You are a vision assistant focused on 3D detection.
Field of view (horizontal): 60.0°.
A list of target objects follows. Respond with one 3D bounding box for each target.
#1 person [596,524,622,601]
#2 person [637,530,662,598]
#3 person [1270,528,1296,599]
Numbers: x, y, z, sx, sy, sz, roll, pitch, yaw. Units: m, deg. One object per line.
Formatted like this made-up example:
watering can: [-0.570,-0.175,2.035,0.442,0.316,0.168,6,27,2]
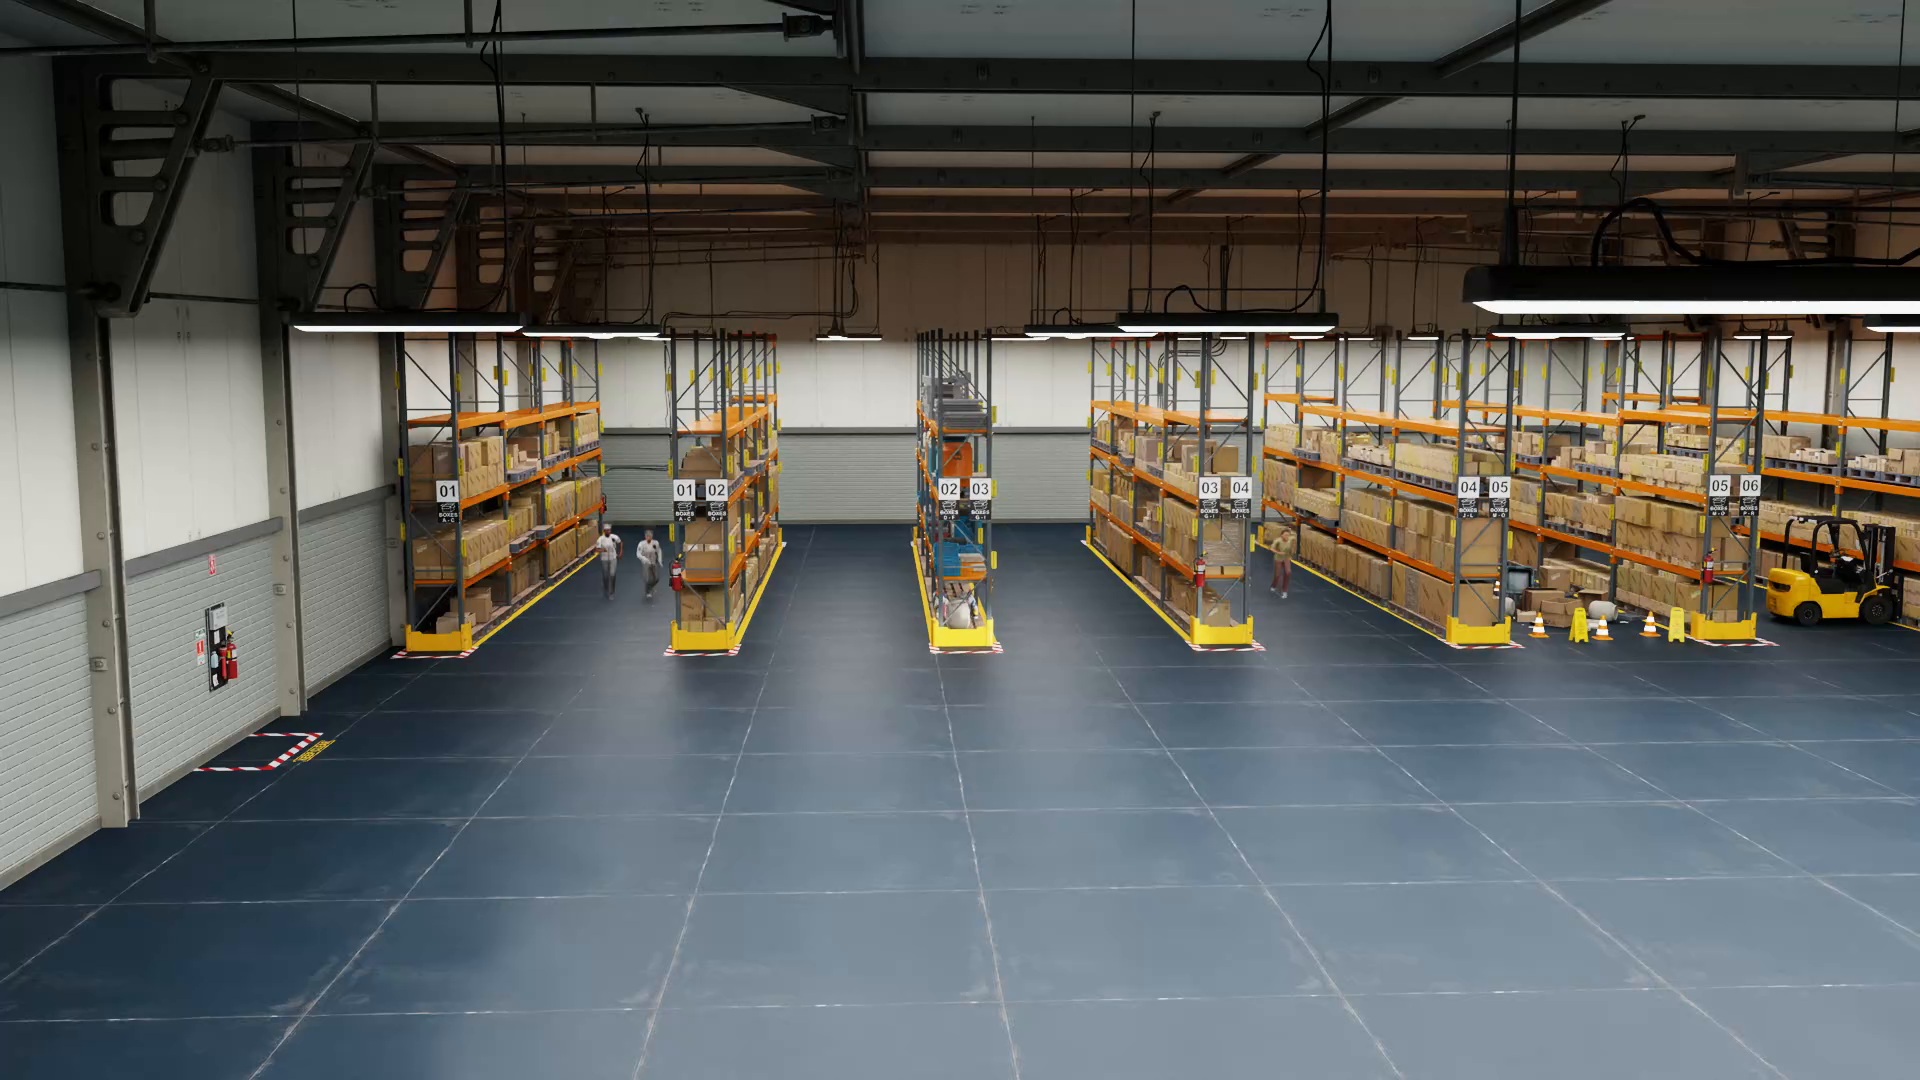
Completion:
person: [-7.898,0.479,37.465,0.569,1.746,0.893,-1,7,-7]
person: [-6.992,0.532,37.464,0.595,1.570,0.684,-3,7,-22]
person: [7.309,0.504,37.870,0.624,1.623,0.943,-1,7,-9]
